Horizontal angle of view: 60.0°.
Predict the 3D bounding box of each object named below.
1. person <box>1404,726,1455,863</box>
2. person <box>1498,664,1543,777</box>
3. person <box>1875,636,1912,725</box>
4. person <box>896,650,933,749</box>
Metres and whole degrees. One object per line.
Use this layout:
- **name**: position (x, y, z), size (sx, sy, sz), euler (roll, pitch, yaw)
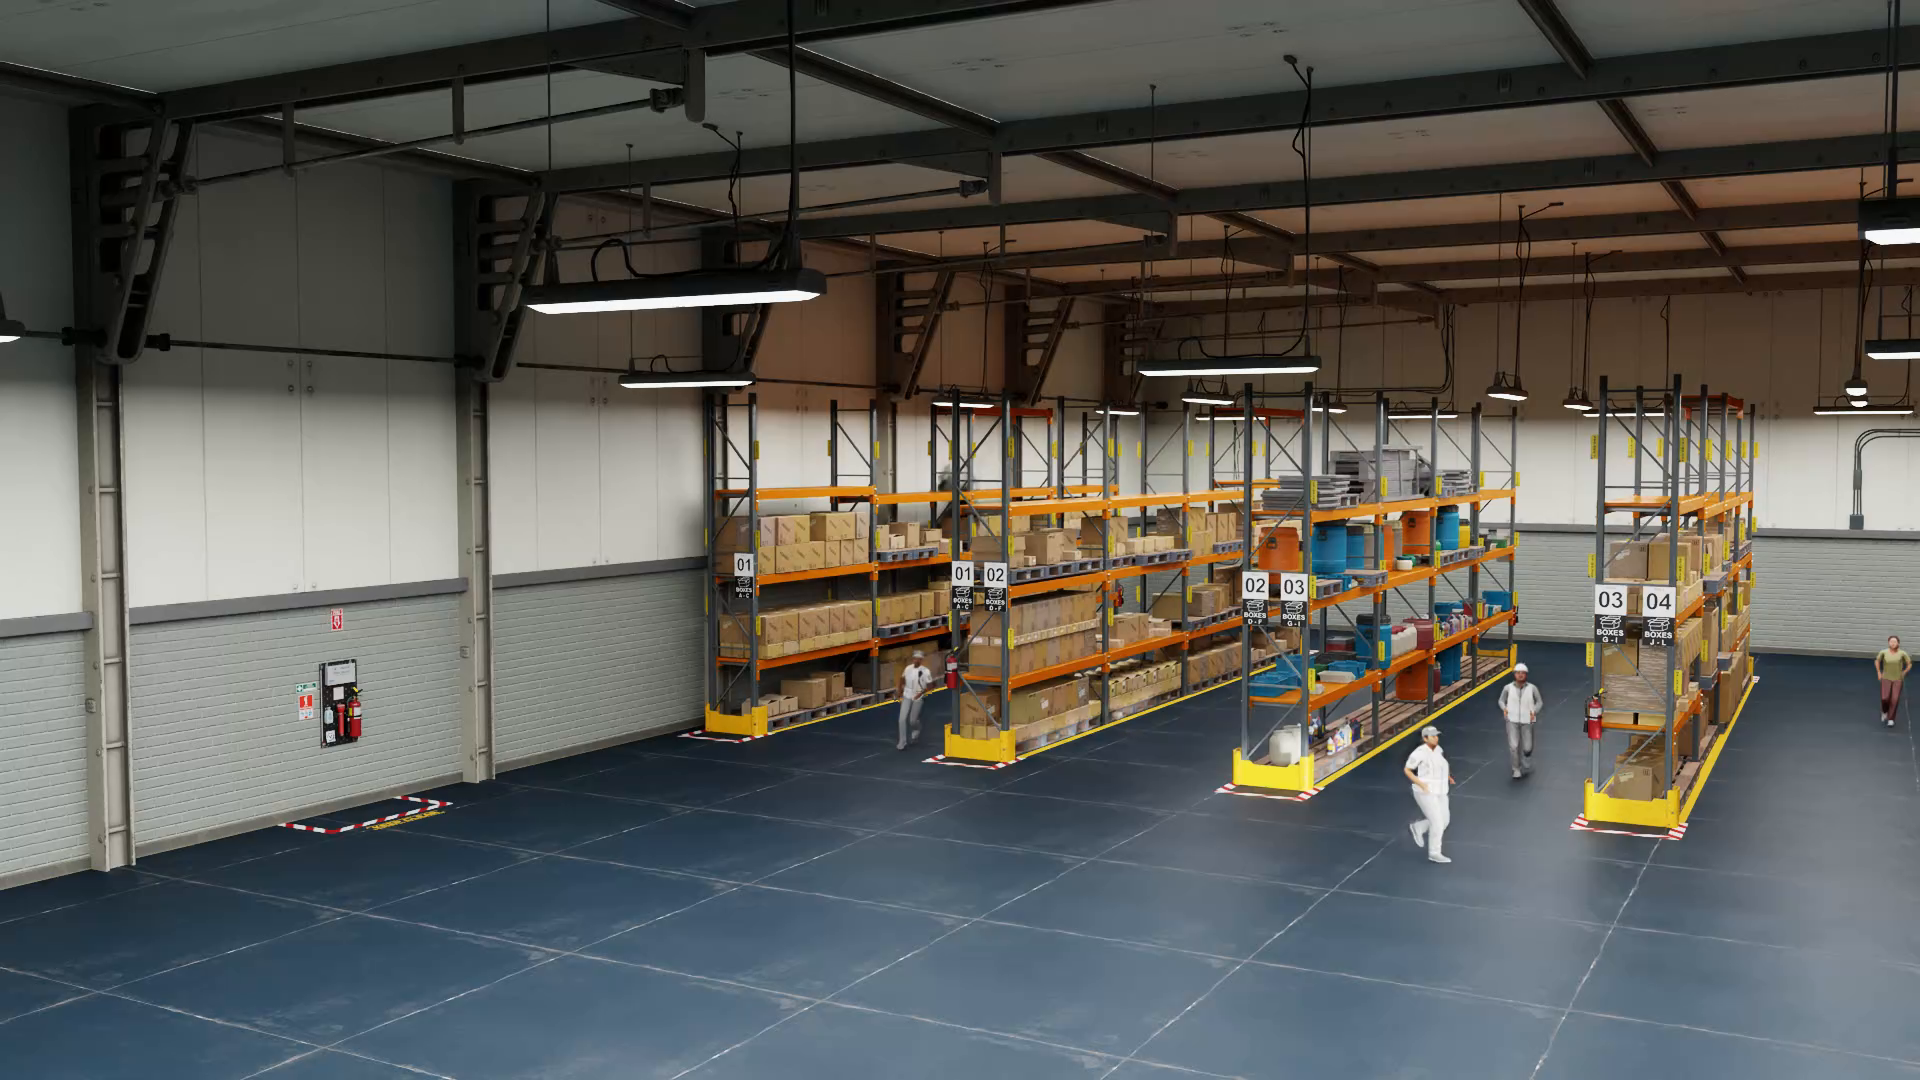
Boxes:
- **person**: position (5.737, 3.087, 20.368), size (0.616, 1.625, 0.737), euler (-2, 4, -32)
- **person**: position (8.585, 2.761, 25.506), size (0.657, 1.721, 0.612), euler (1, 3, 20)
- **person**: position (16.959, 2.552, 30.221), size (0.589, 1.638, 0.530), euler (2, 4, 29)
- **person**: position (-0.752, 2.680, 28.104), size (0.614, 1.670, 0.737), euler (1, 3, 18)
